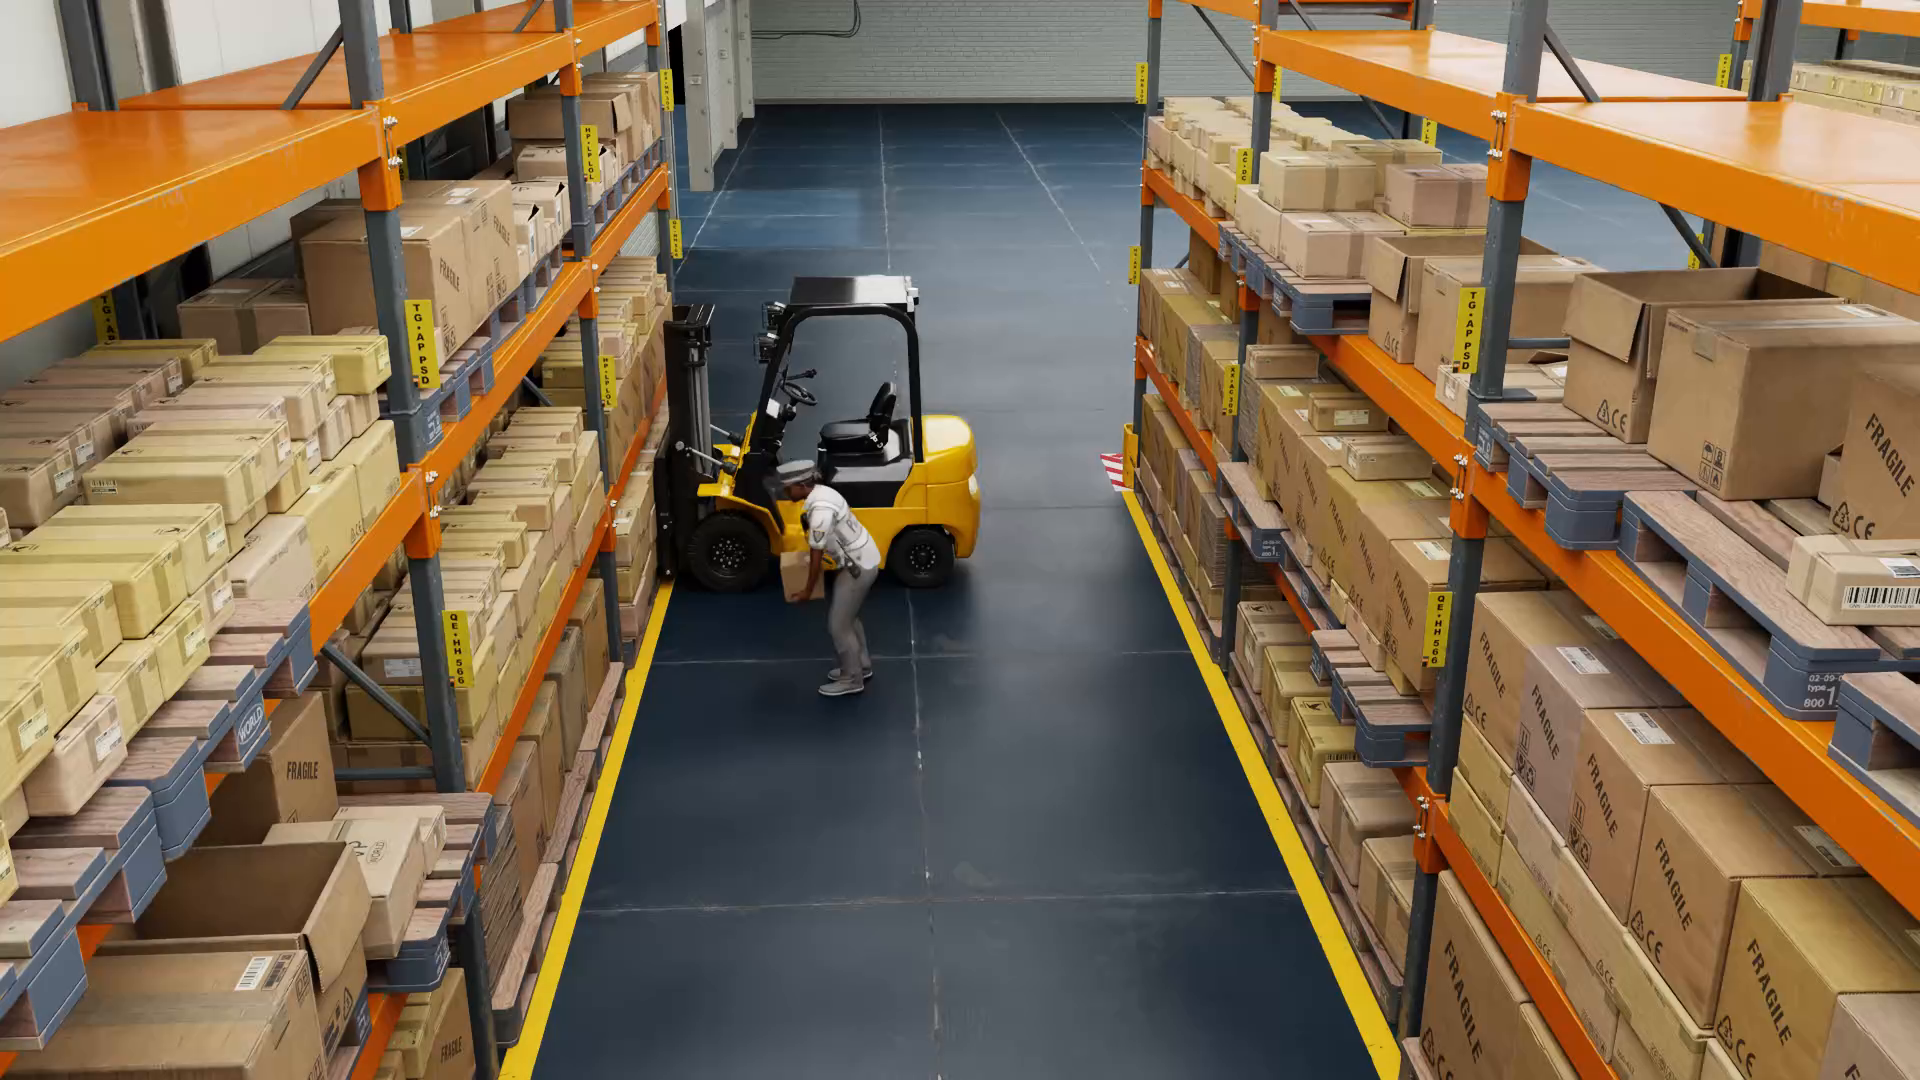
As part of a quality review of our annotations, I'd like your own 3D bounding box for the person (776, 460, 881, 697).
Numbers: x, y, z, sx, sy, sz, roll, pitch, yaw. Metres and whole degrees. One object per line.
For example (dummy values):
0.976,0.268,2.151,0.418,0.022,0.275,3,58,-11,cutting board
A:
-0.824,0.234,10.615,0.646,1.559,0.412,-1,21,-4,person
